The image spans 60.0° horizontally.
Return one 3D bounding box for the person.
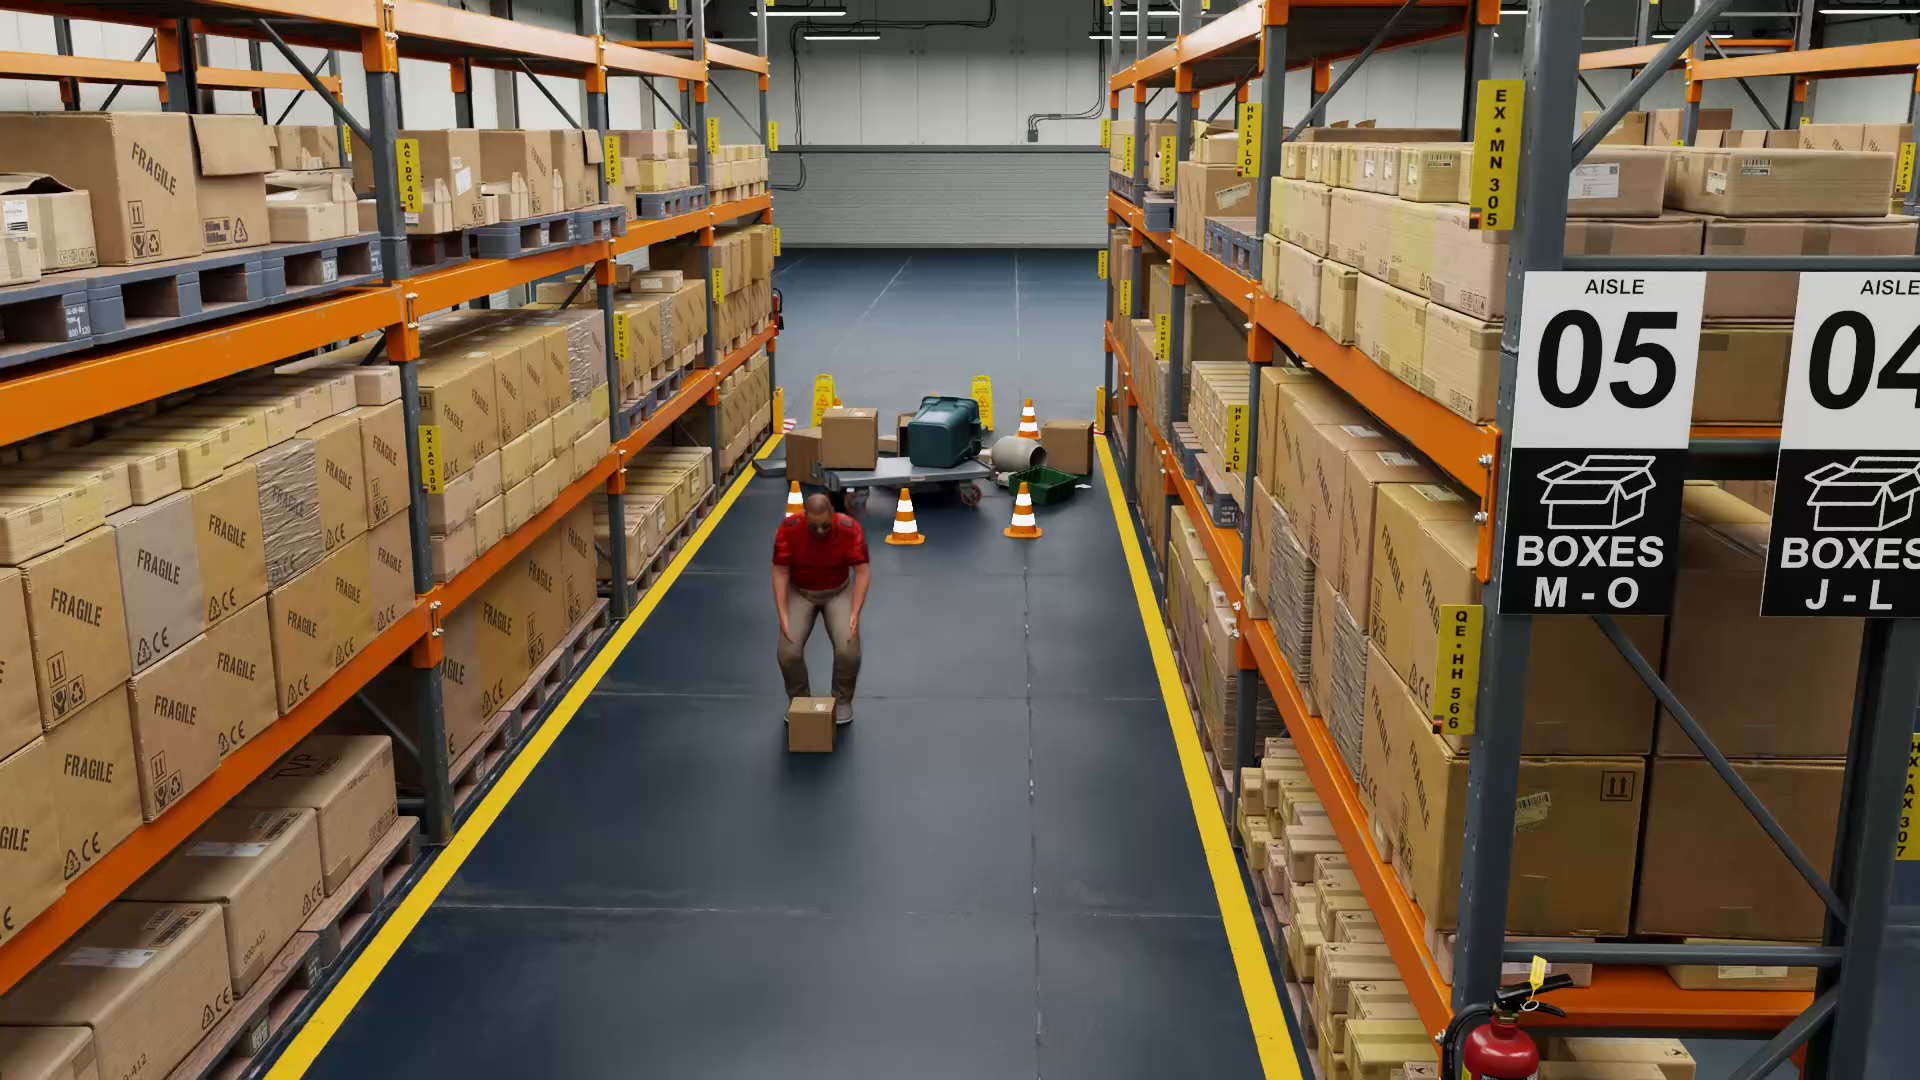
[{"bbox_3d":[-0.823,0.393,10.003,0.588,1.466,0.621,0,14,2],"label":"person"}]
